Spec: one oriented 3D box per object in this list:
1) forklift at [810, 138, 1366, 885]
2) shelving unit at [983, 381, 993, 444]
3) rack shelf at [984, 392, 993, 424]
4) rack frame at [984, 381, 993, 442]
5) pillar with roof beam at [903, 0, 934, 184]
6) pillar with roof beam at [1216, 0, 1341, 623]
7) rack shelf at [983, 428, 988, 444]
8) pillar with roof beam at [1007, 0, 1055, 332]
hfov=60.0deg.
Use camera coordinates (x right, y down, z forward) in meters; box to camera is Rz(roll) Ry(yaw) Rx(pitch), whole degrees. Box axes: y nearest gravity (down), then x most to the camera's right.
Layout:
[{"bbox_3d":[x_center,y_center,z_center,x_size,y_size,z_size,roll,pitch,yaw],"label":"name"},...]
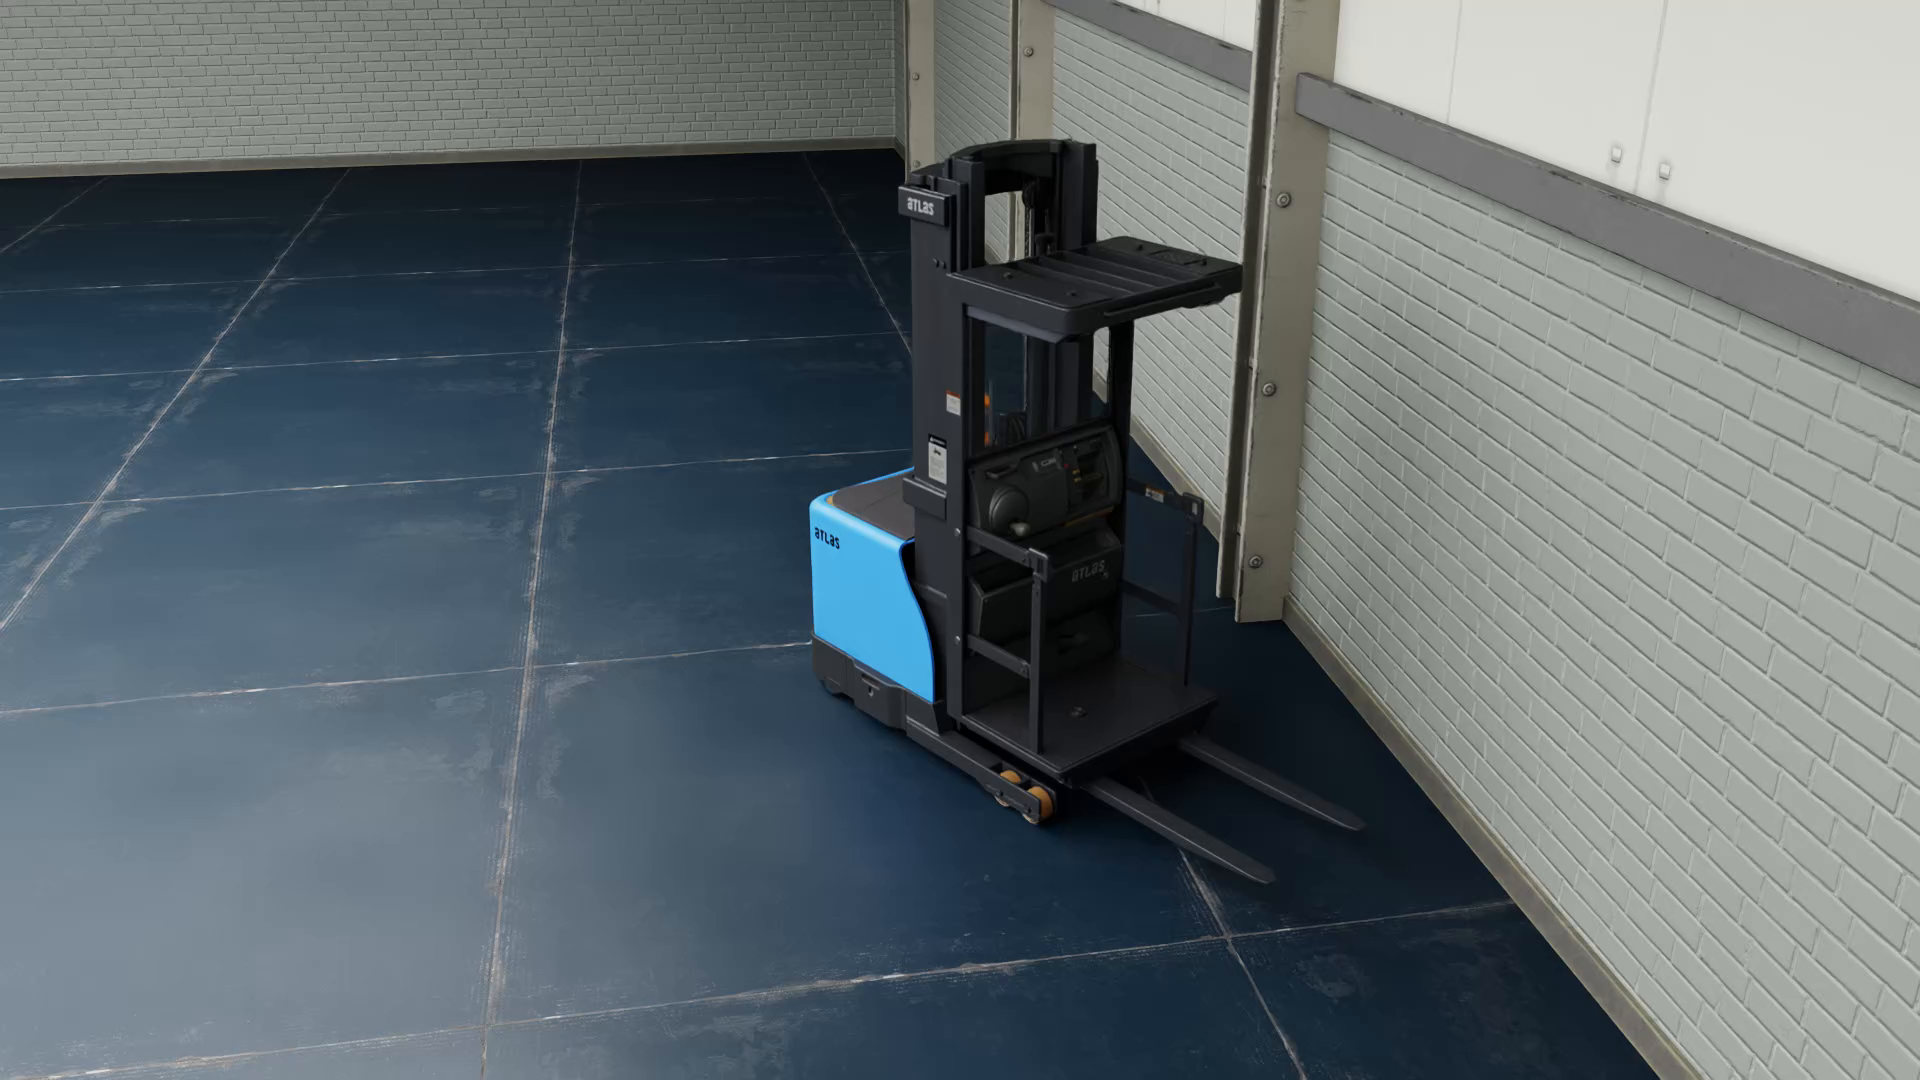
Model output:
[{"bbox_3d":[0.549,-0.254,7.670,1.130,2.935,3.031,-19,30,-37],"label":"forklift"},{"bbox_3d":[0.031,-0.485,10.361,0.258,1.200,0.503,-4,24,-10],"label":"shelving unit"},{"bbox_3d":[0.031,-0.845,10.204,0.258,0.148,0.480,-4,24,-10],"label":"rack shelf"},{"bbox_3d":[0.076,-0.389,10.141,0.240,1.200,0.015,-4,24,-10],"label":"rack frame"},{"bbox_3d":[-4.725,-8.134,18.130,9.100,9.000,0.400,-4,24,-10],"label":"pillar with roof beam"},{"bbox_3d":[-2.506,-3.414,7.323,9.100,9.000,0.400,-4,24,-10],"label":"pillar with roof beam"},{"bbox_3d":[0.031,-0.628,10.298,0.258,0.148,0.480,-4,24,-10],"label":"rack shelf"},{"bbox_3d":[-3.615,-5.774,12.726,9.100,9.000,0.400,-4,24,-10],"label":"pillar with roof beam"}]
